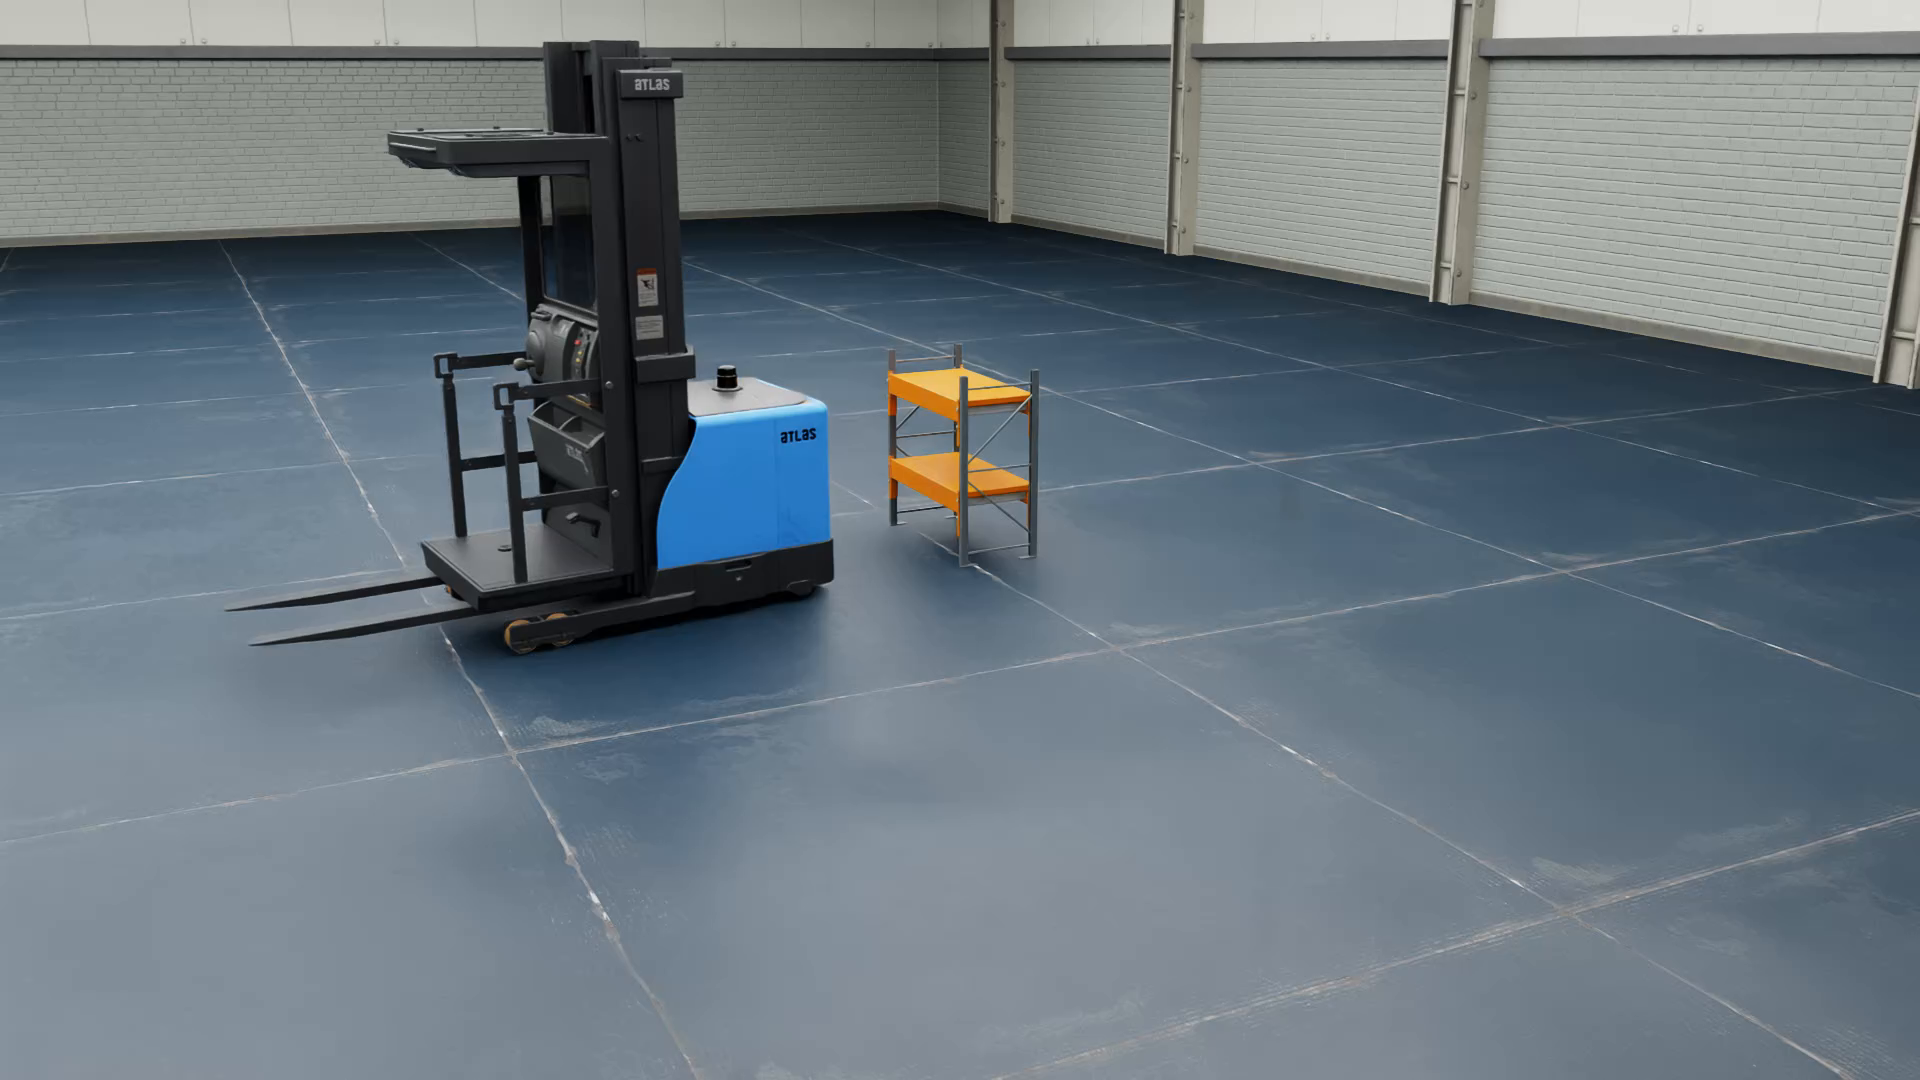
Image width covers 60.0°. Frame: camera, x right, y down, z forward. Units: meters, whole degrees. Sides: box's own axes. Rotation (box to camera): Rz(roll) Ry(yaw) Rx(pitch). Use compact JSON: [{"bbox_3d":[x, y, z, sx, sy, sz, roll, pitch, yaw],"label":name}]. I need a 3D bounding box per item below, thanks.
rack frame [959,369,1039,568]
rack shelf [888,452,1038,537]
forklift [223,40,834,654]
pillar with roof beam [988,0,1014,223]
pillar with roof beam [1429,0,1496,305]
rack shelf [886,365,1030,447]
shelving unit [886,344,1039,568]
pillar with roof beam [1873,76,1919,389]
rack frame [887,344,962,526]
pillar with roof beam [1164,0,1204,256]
[{"bbox_3d":[0.226,-0.413,9.650,0.500,1.125,0.032,-8,18,-25],"label":"rack frame"},{"bbox_3d":[0.003,-0.304,10.157,0.538,0.278,1.000,-8,18,-25],"label":"rack shelf"},{"bbox_3d":[-2.216,-1.009,8.454,3.031,2.935,1.130,-10,19,-31],"label":"forklift"},{"bbox_3d":[-3.121,-9.695,27.720,9.100,9.000,0.400,-8,18,-25],"label":"pillar with roof beam"},{"bbox_3d":[2.136,-6.719,17.352,9.100,9.000,0.400,-8,18,-25],"label":"pillar with roof beam"},{"bbox_3d":[0.003,-0.820,10.009,0.538,0.278,1.000,-8,18,-25],"label":"rack shelf"},{"bbox_3d":[0.003,-0.539,10.090,0.538,1.125,1.048,-8,18,-25],"label":"shelving unit"},{"bbox_3d":[4.764,-5.232,12.167,9.100,9.000,0.400,-8,18,-25],"label":"pillar with roof beam"},{"bbox_3d":[-0.220,-0.665,10.529,0.500,1.125,0.032,-8,18,-25],"label":"rack frame"},{"bbox_3d":[-0.493,-8.207,22.536,9.100,9.000,0.400,-8,18,-25],"label":"pillar with roof beam"}]
